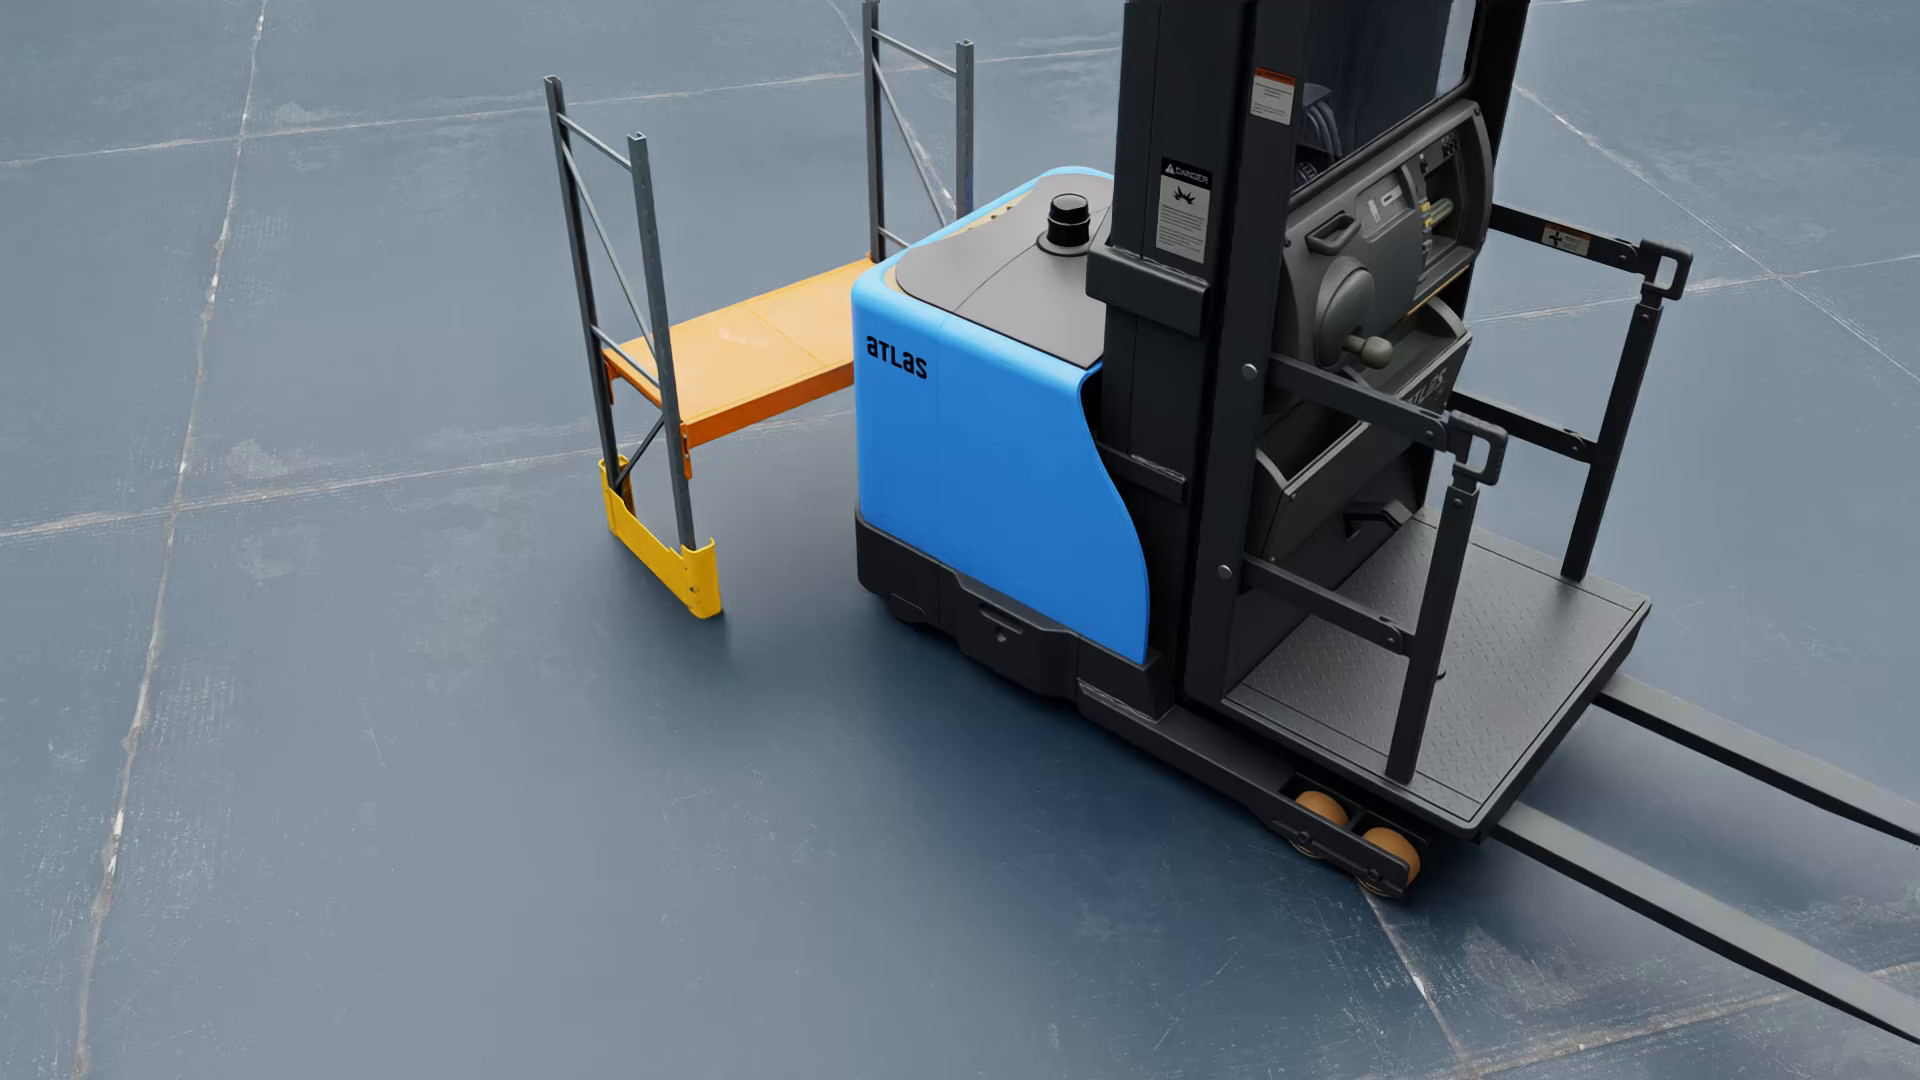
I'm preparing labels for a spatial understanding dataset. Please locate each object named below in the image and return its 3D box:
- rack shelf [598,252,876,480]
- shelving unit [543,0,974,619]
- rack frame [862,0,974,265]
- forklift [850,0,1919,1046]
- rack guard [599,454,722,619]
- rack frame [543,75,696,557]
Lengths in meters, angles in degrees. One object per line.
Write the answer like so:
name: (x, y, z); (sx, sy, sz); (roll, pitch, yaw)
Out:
rack shelf: (-0.529, -0.551, 5.032); (1.000, 0.185, 0.538); (-25, 44, -29)
shelving unit: (-0.521, -0.697, 4.927); (1.083, 1.500, 0.587); (-25, 44, -29)
rack frame: (-0.125, -0.881, 5.168); (0.032, 1.500, 0.500); (-25, 44, -29)
forklift: (1.148, -0.653, 3.691); (3.031, 2.935, 1.130); (27, 45, 31)
rack guard: (-0.917, -0.016, 5.066); (0.087, 0.250, 0.587); (-25, 44, -29)
rack frame: (-0.932, -0.506, 4.677); (0.032, 1.500, 0.500); (-25, 44, -29)
